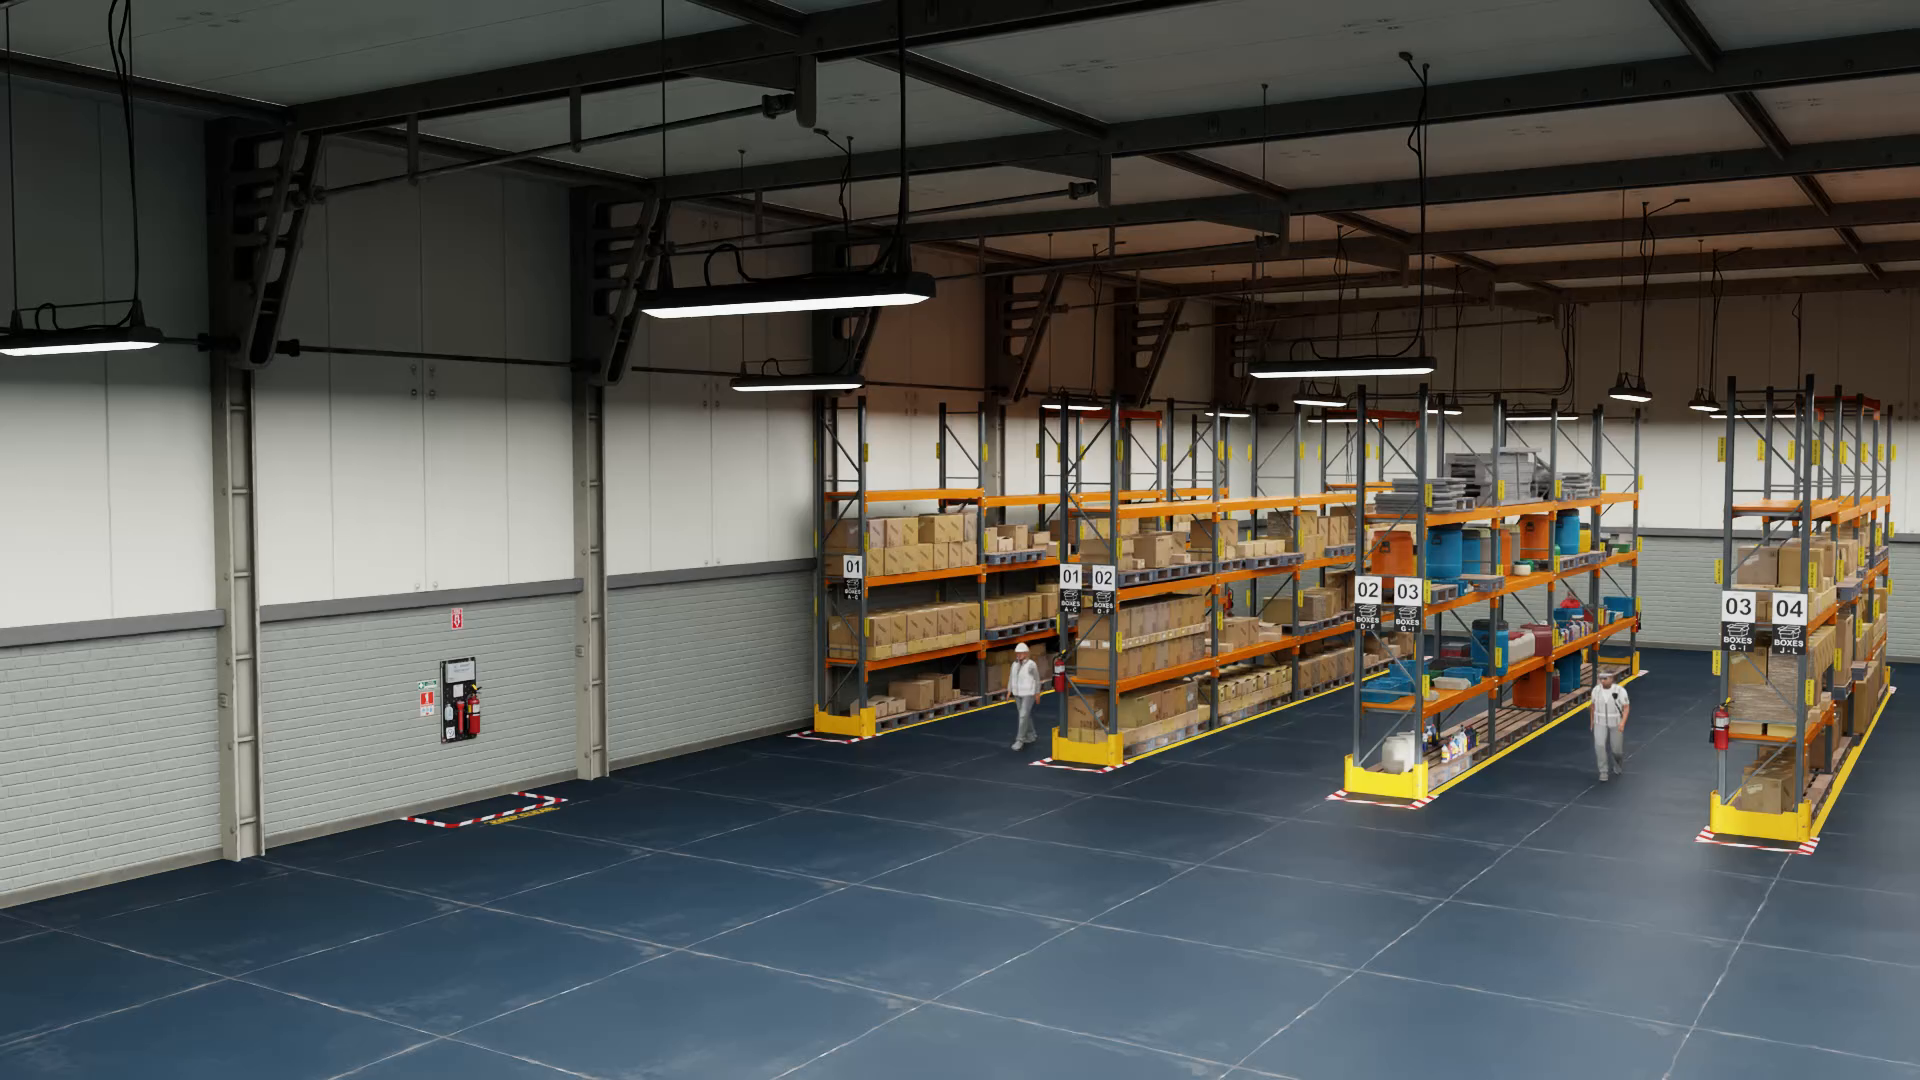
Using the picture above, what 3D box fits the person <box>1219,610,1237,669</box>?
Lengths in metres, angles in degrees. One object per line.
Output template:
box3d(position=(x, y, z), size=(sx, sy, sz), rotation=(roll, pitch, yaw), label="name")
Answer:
box3d(position=(5.836, 2.318, 36.245), size=(0.415, 1.513, 0.972), rotation=(2, 3, 31), label="person")

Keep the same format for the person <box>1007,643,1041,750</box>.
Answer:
box3d(position=(1.044, 2.625, 28.310), size=(0.552, 1.744, 0.879), rotation=(3, 4, 45), label="person")

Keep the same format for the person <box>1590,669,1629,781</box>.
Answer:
box3d(position=(9.993, 2.818, 25.625), size=(0.581, 1.679, 0.886), rotation=(2, 3, 29), label="person")

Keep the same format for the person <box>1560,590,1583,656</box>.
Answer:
box3d(position=(15.152, 2.033, 41.150), size=(0.523, 1.611, 1.070), rotation=(-2, 3, -28), label="person")
